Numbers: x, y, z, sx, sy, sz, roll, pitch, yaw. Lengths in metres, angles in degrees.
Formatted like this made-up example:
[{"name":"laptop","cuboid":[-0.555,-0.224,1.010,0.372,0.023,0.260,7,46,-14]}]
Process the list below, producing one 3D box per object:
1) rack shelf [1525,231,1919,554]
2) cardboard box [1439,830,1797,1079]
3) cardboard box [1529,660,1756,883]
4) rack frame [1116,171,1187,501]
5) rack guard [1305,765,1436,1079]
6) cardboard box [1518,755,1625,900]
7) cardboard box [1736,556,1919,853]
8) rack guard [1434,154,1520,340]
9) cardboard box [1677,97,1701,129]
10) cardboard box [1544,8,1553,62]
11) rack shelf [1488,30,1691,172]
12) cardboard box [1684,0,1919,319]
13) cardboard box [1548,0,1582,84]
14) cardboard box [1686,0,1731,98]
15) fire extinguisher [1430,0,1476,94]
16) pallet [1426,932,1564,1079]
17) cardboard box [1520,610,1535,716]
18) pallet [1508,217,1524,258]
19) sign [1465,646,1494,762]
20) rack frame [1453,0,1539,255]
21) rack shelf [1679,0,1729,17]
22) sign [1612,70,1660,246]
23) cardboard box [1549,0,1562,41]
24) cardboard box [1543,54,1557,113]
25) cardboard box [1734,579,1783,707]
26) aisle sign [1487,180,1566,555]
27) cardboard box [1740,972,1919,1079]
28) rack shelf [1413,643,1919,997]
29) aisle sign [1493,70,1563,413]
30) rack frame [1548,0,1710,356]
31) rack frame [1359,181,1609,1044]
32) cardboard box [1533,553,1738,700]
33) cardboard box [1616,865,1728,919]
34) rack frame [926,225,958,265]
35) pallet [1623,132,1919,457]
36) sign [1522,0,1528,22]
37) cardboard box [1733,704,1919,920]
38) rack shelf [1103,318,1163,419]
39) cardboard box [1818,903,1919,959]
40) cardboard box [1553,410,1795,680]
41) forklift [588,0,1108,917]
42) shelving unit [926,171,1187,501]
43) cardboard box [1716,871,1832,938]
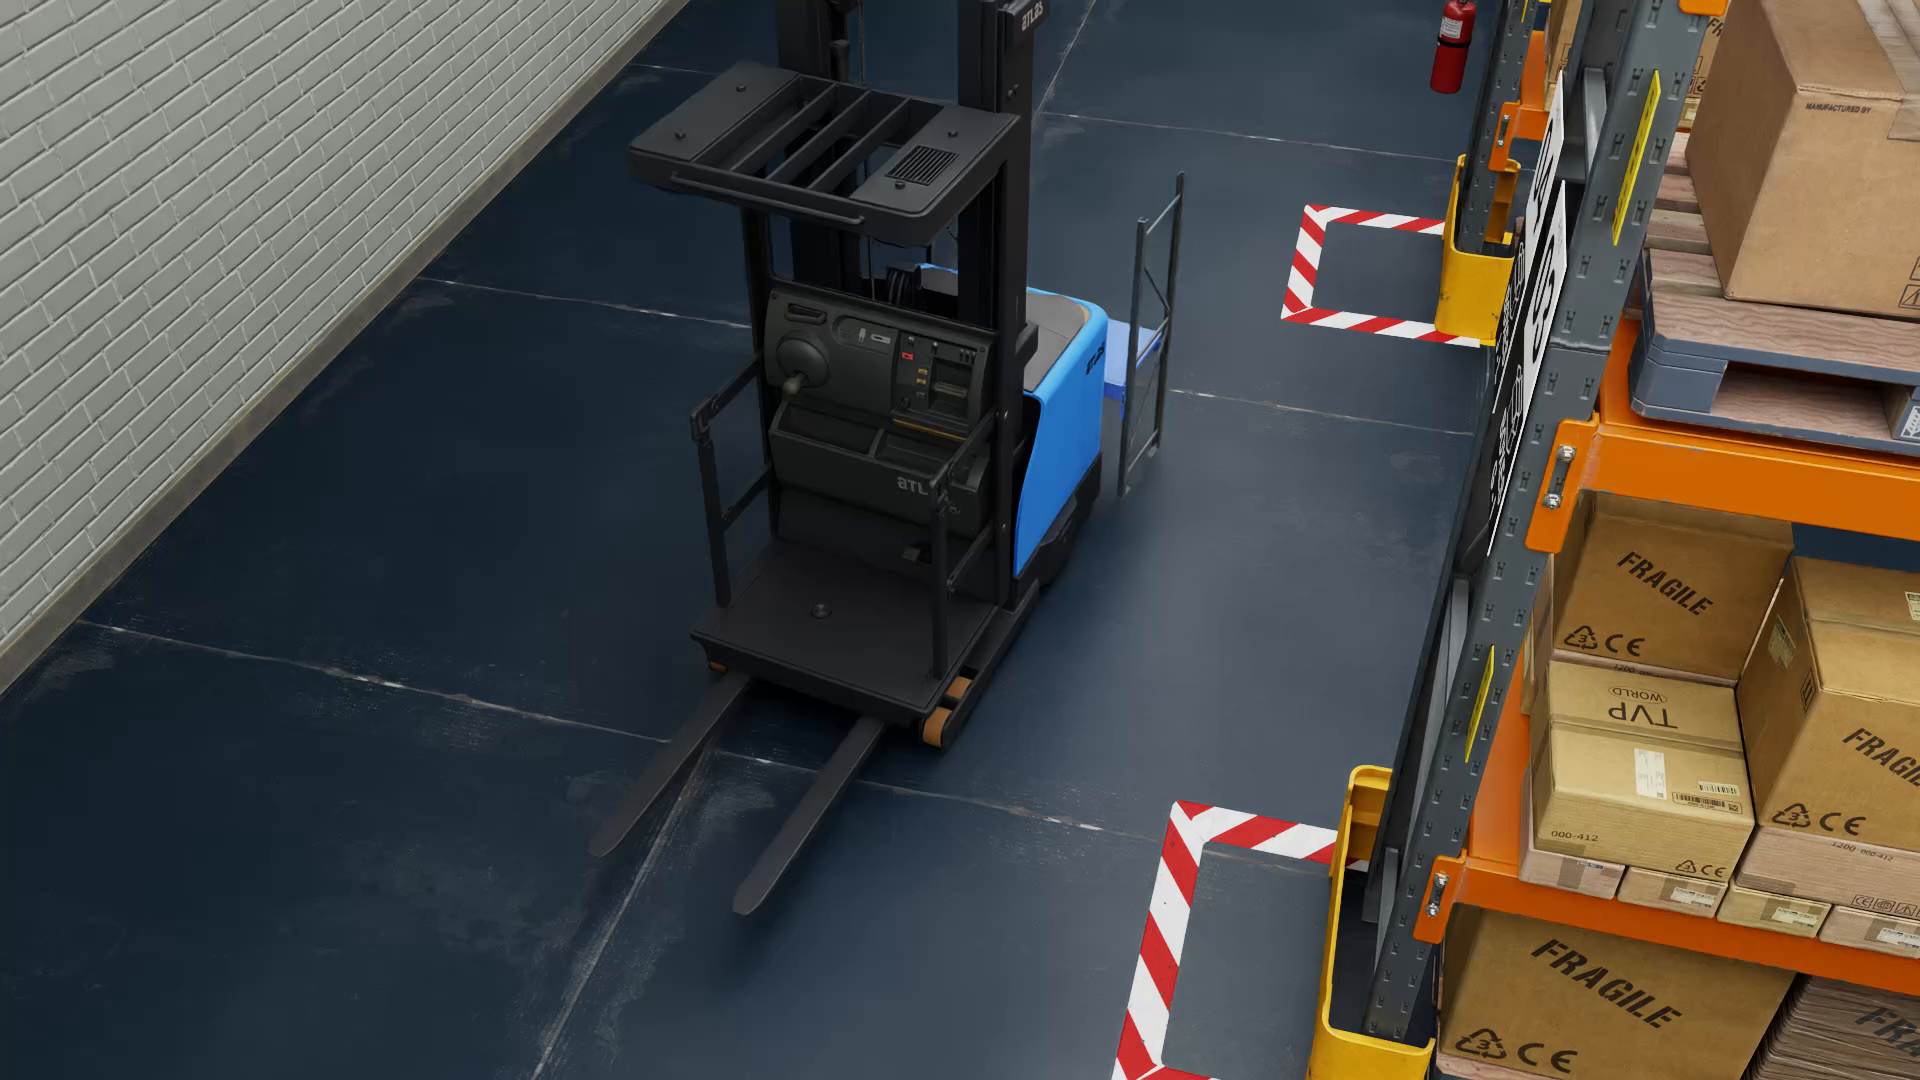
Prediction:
[{"name":"rack shelf","cuboid":[3.389,-0.107,3.772,4.000,0.370,1.077,10,41,11]},{"name":"cardboard box","cuboid":[2.096,1.143,5.382,0.875,0.875,0.875,10,41,11]},{"name":"cardboard box","cuboid":[1.851,0.625,4.559,0.500,0.250,0.500,9,41,10]},{"name":"rack frame","cuboid":[0.877,-0.910,7.668,0.032,1.500,0.500,18,43,20]},{"name":"rack guard","cuboid":[1.434,1.387,5.710,0.348,0.500,1.175,10,41,11]},{"name":"cardboard box","cuboid":[1.715,0.794,4.668,0.250,0.149,0.380,10,41,12]},{"name":"cardboard box","cuboid":[2.334,0.421,4.219,0.500,0.500,0.500,9,41,10]},{"name":"rack guard","cuboid":[2.910,-1.661,9.339,0.348,0.500,1.175,10,41,11]},{"name":"cardboard box","cuboid":[3.568,-2.183,8.212,0.250,0.149,0.380,9,41,10]},{"name":"cardboard box","cuboid":[3.225,-2.656,8.776,0.250,0.149,0.380,10,41,11]},{"name":"rack shelf","cuboid":[4.769,-2.023,8.386,4.000,0.370,1.077,10,41,11]},{"name":"cardboard box","cuboid":[1.973,-0.899,3.674,0.500,0.500,0.700,7,41,9]},{"name":"cardboard box","cuboid":[3.199,-2.537,8.129,0.500,0.500,0.500,12,41,13]},{"name":"cardboard box","cuboid":[3.723,-2.464,8.042,0.500,0.500,0.500,10,41,12]},{"name":"fire extinguisher","cuboid":[2.713,-2.787,9.086,0.183,0.674,0.296,10,41,11]},{"name":"pallet","cuboid":[2.250,1.586,5.698,1.213,0.211,1.003,10,41,11]},{"name":"cardboard box","cuboid":[1.886,0.384,5.155,0.250,0.149,0.380,11,41,12]},{"name":"pallet","cuboid":[3.686,-1.394,9.245,1.213,0.211,1.003,10,41,11]},{"name":"sign","cuboid":[1.308,0.416,4.188,0.005,0.325,0.100,10,41,11]},{"name":"rack frame","cuboid":[2.837,-2.631,8.550,0.127,3.000,1.000,10,41,11]},{"name":"rack shelf","cuboid":[3.389,-1.103,2.936,4.000,0.370,1.077,10,41,11]},{"name":"sign","cuboid":[1.308,-0.736,3.221,0.005,0.325,0.100,10,41,11]},{"name":"cardboard box","cuboid":[3.338,-2.868,8.524,0.500,0.500,0.500,11,41,12]},{"name":"cardboard box","cuboid":[3.065,-2.277,8.325,0.250,0.149,0.380,9,41,11]},{"name":"cardboard box","cuboid":[2.484,0.378,4.853,0.500,0.250,0.500,9,41,11]},{"name":"aisle sign","cuboid":[1.310,-0.388,3.858,0.004,0.787,0.394,10,41,11]},{"name":"cardboard box","cuboid":[2.975,1.294,5.202,0.875,0.875,0.875,10,41,11]},{"name":"rack shelf","cuboid":[3.389,1.042,4.737,4.000,0.370,1.077,10,41,11]},{"name":"aisle sign","cuboid":[1.465,-0.760,4.301,0.004,0.787,0.394,10,41,11]},{"name":"rack frame","cuboid":[1.457,-1.864,2.972,0.127,3.000,1.000,10,41,11]},{"name":"rack frame","cuboid":[1.457,0.434,4.901,0.127,3.000,1.000,10,41,11]},{"name":"cardboard box","cuboid":[1.994,0.293,4.954,0.500,0.250,0.500,9,41,11]},{"name":"cardboard box","cuboid":[1.963,0.836,4.618,0.250,0.149,0.380,9,41,11]},{"name":"rack frame","cuboid":[-0.028,-1.208,8.022,0.032,1.500,0.500,18,43,20]},{"name":"pallet","cuboid":[2.176,-0.564,3.826,1.213,0.211,1.003,10,41,11]},{"name":"sign","cuboid":[2.697,-2.625,7.871,0.005,0.325,0.100,10,41,11]},{"name":"cardboard box","cuboid":[2.355,0.707,4.461,0.500,0.250,0.500,9,41,11]},{"name":"rack shelf","cuboid":[0.425,-0.921,7.960,1.000,0.185,0.538,18,43,20]},{"name":"cardboard box","cuboid":[2.463,0.921,4.517,0.250,0.149,0.380,9,41,11]},{"name":"cardboard box","cuboid":[1.996,0.008,4.711,0.500,0.500,0.500,10,41,12]},{"name":"forklift","cuboid":[-0.414,-0.604,6.190,1.130,2.935,3.031,17,43,19]},{"name":"shelving unit","cuboid":[0.425,-1.059,7.845,1.048,1.500,0.538,18,43,20]},{"name":"cardboard box","cuboid":[2.210,0.878,4.568,0.250,0.149,0.380,9,41,10]}]
